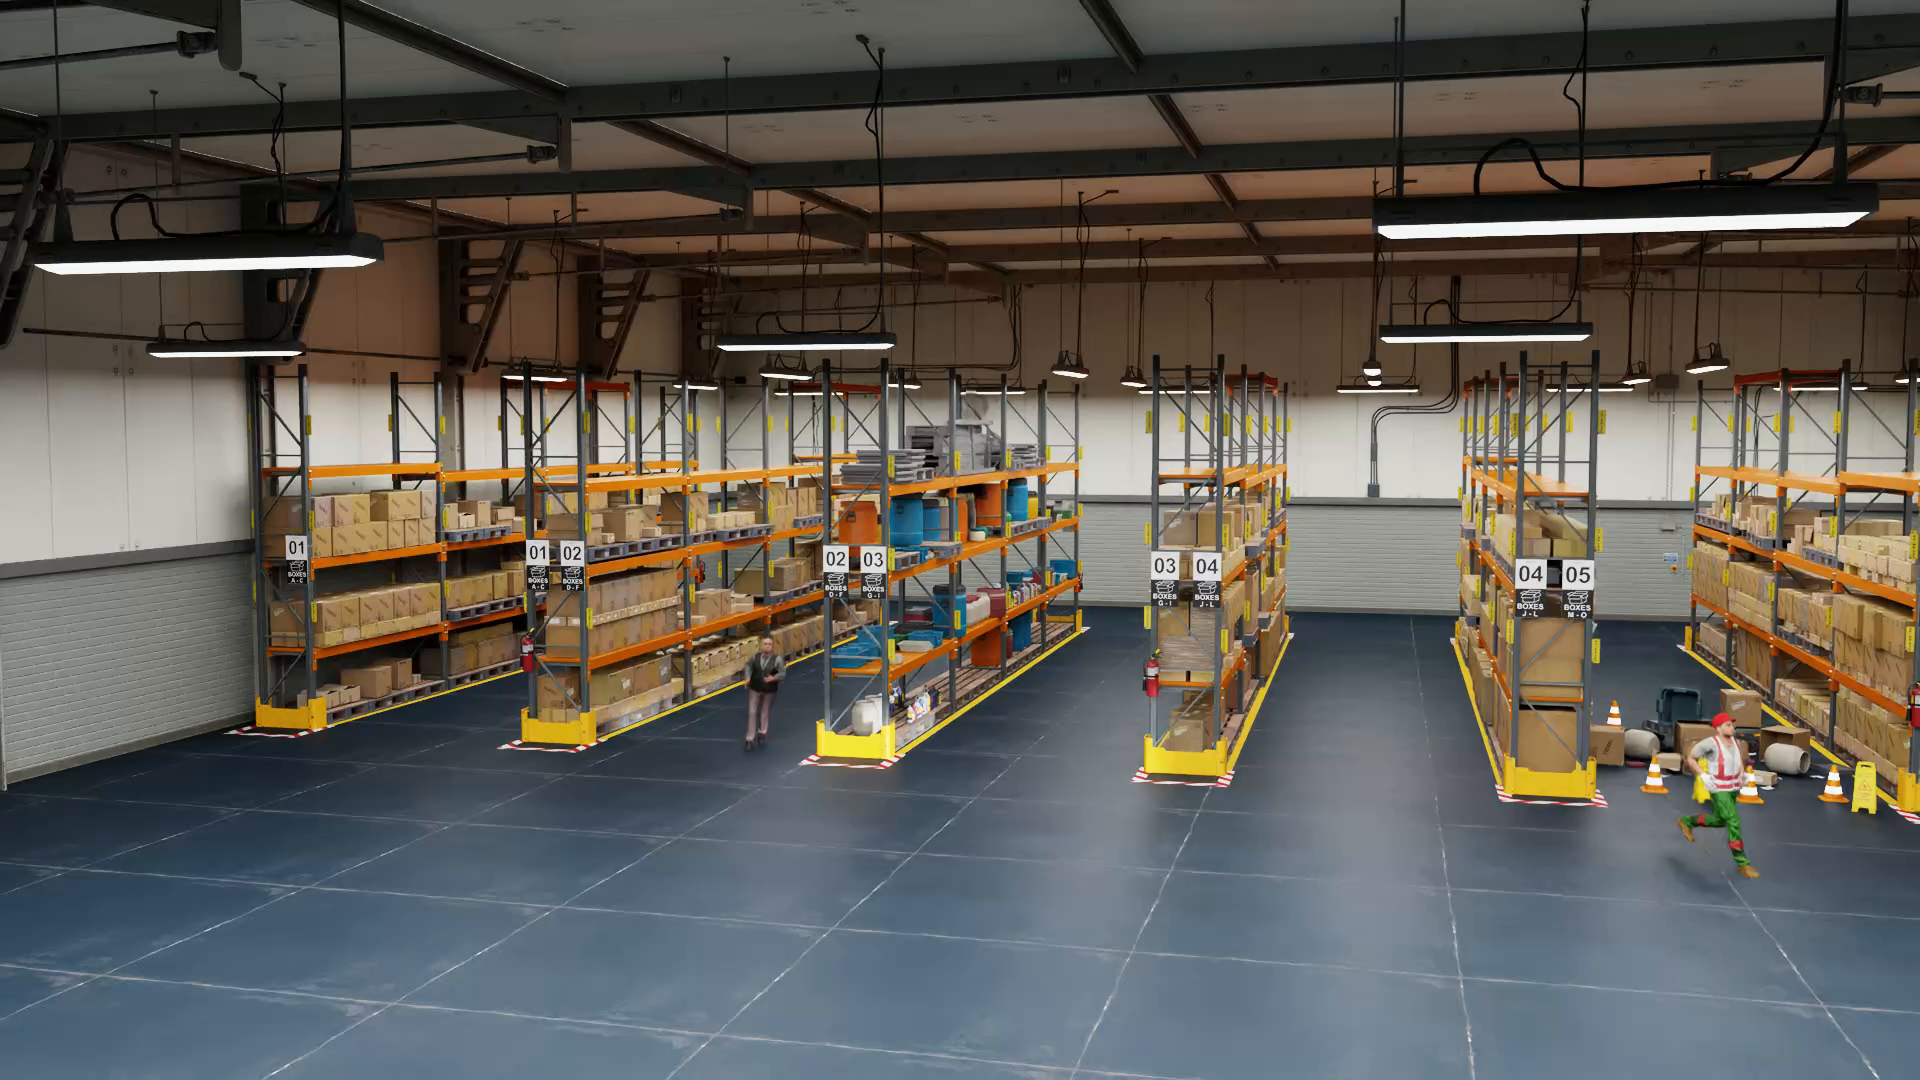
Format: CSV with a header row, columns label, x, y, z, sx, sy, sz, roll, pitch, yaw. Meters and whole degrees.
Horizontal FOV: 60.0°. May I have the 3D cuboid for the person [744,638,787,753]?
label,x,y,z,sx,sy,sz,roll,pitch,yaw
person,-3.025,2.367,25.801,0.676,1.705,0.912,0,4,-1

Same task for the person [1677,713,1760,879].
label,x,y,z,sx,sy,sz,roll,pitch,yaw
person,8.615,2.835,18.841,0.627,1.777,1.137,-2,5,-30
